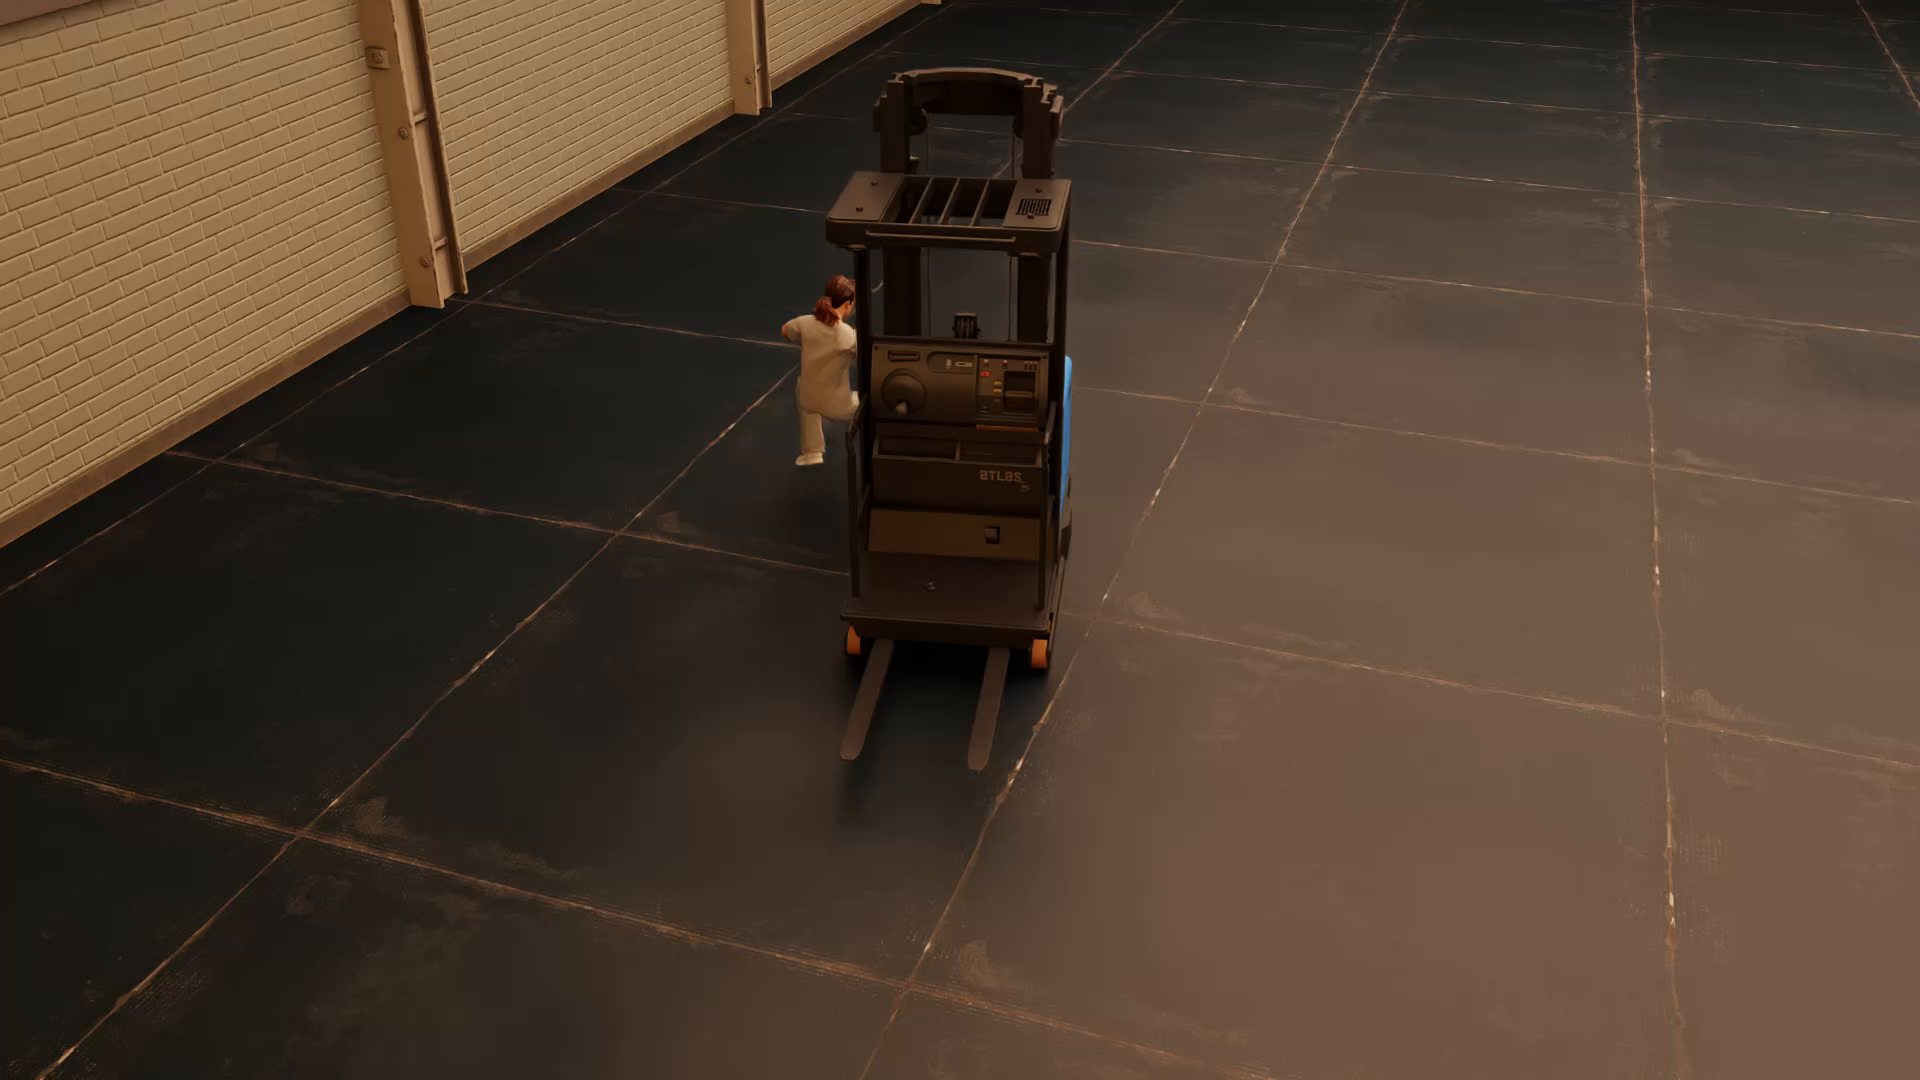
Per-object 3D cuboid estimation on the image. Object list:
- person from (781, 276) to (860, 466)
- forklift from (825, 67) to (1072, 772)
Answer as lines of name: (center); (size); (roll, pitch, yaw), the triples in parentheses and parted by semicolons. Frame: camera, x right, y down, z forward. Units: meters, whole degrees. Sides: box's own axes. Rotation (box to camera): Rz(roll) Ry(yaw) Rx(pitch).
person: (-0.706, -1.001, 10.394); (0.902, 1.461, 0.699); (15, 33, 24)
forklift: (-0.029, -0.767, 8.482); (1.130, 2.935, 3.031); (4, 30, 7)
